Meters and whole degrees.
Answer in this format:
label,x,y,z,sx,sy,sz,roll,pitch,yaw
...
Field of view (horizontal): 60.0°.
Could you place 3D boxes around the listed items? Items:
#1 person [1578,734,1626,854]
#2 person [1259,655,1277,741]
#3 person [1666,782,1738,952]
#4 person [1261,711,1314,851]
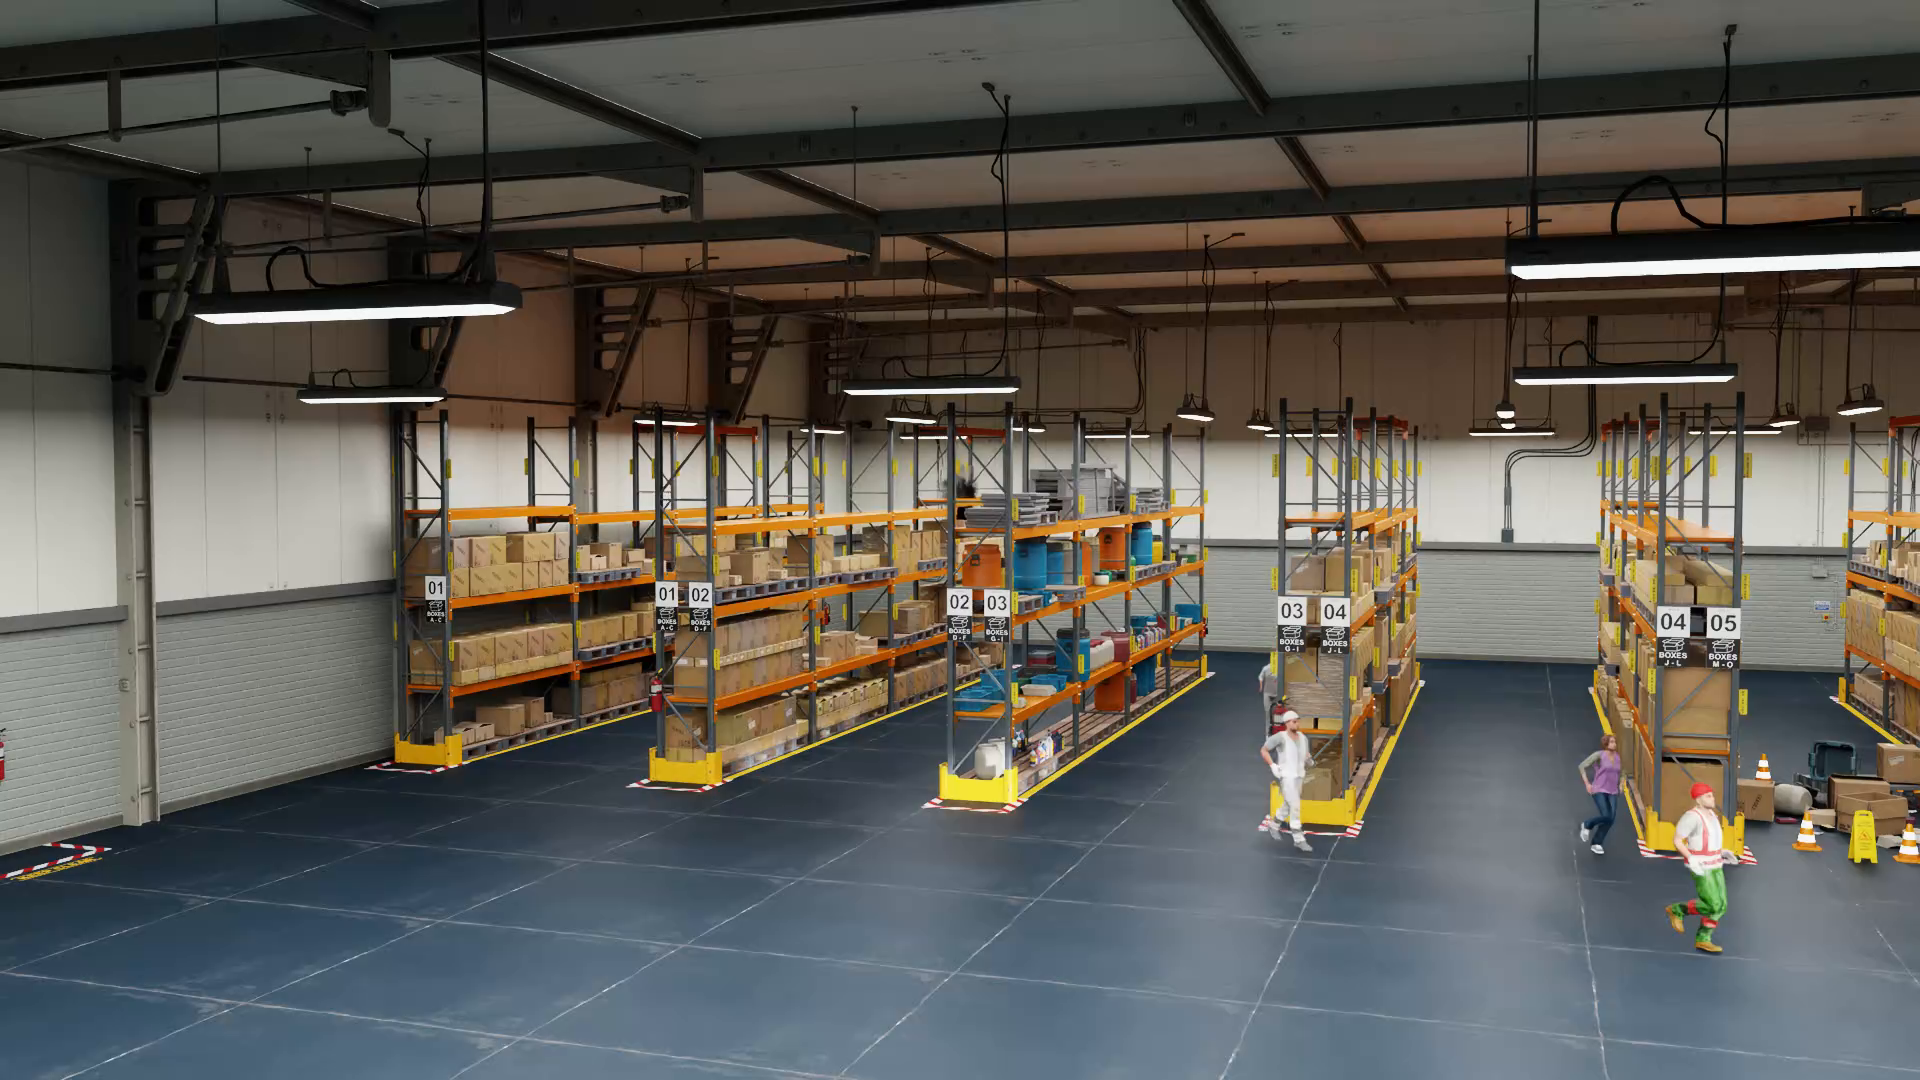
label,x,y,z,sx,sy,sz,roll,pitch,yaw
person,8.437,3.352,21.728,0.595,1.455,0.495,-1,3,-18
person,5.749,2.871,30.556,0.534,1.590,0.889,1,3,14
person,7.716,3.390,17.315,0.670,1.737,0.606,-2,3,-36
person,4.358,3.133,21.891,0.657,1.775,0.907,-2,3,-33
